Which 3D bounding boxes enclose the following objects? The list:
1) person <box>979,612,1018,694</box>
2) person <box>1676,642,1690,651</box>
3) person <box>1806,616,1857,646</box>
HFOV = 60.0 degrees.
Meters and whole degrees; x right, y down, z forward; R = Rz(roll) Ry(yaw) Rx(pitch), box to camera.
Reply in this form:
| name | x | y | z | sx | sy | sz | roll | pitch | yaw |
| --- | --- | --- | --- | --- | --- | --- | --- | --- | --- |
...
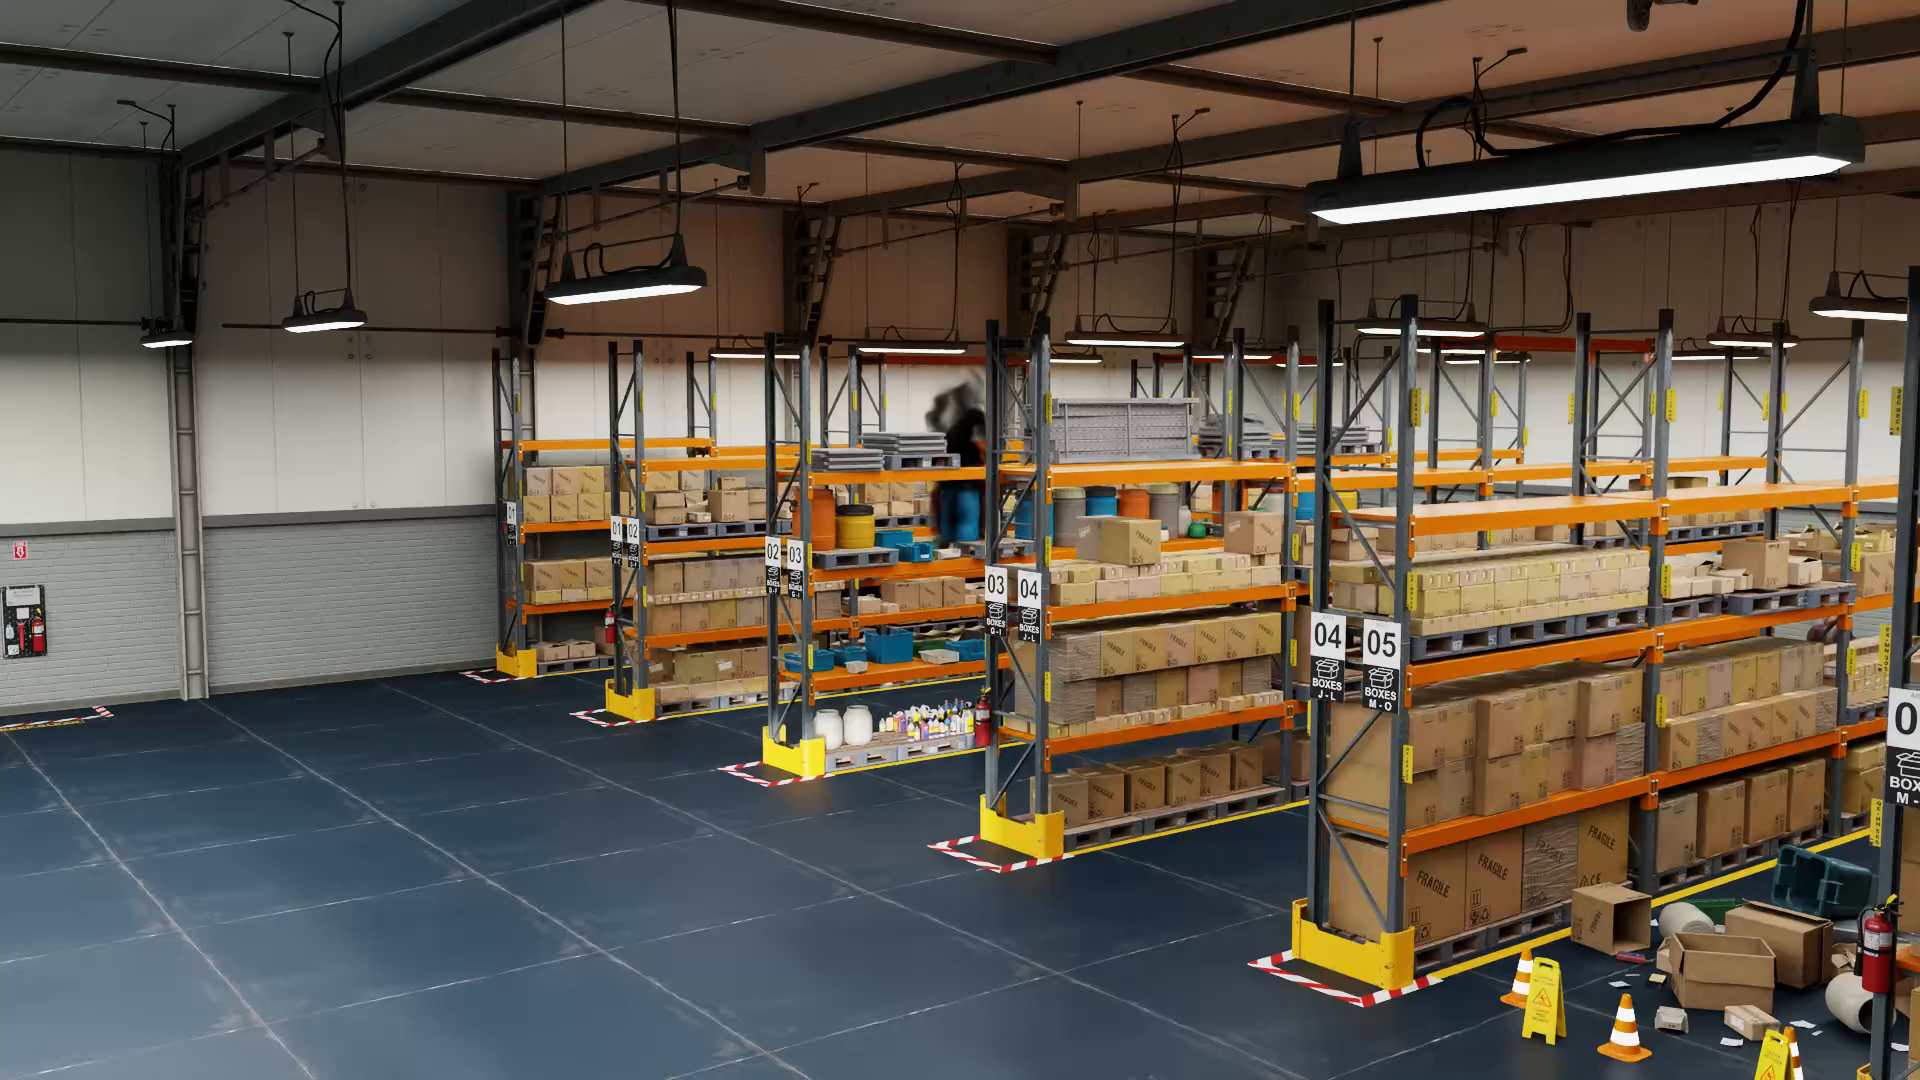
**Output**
| name | x | y | z | sx | sy | sz | roll | pitch | yaw |
| --- | --- | --- | --- | --- | --- | --- | --- | --- | --- |
| person | 0.613 | 1.631 | 27.096 | 0.893 | 1.790 | 0.658 | -4 | 7 | -40 |
| person | 10.334 | 2.252 | 23.846 | 0.883 | 1.594 | 0.531 | -5 | 7 | -43 |
| person | 14.022 | 1.971 | 26.797 | 0.749 | 1.733 | 0.731 | 3 | 6 | 30 |
